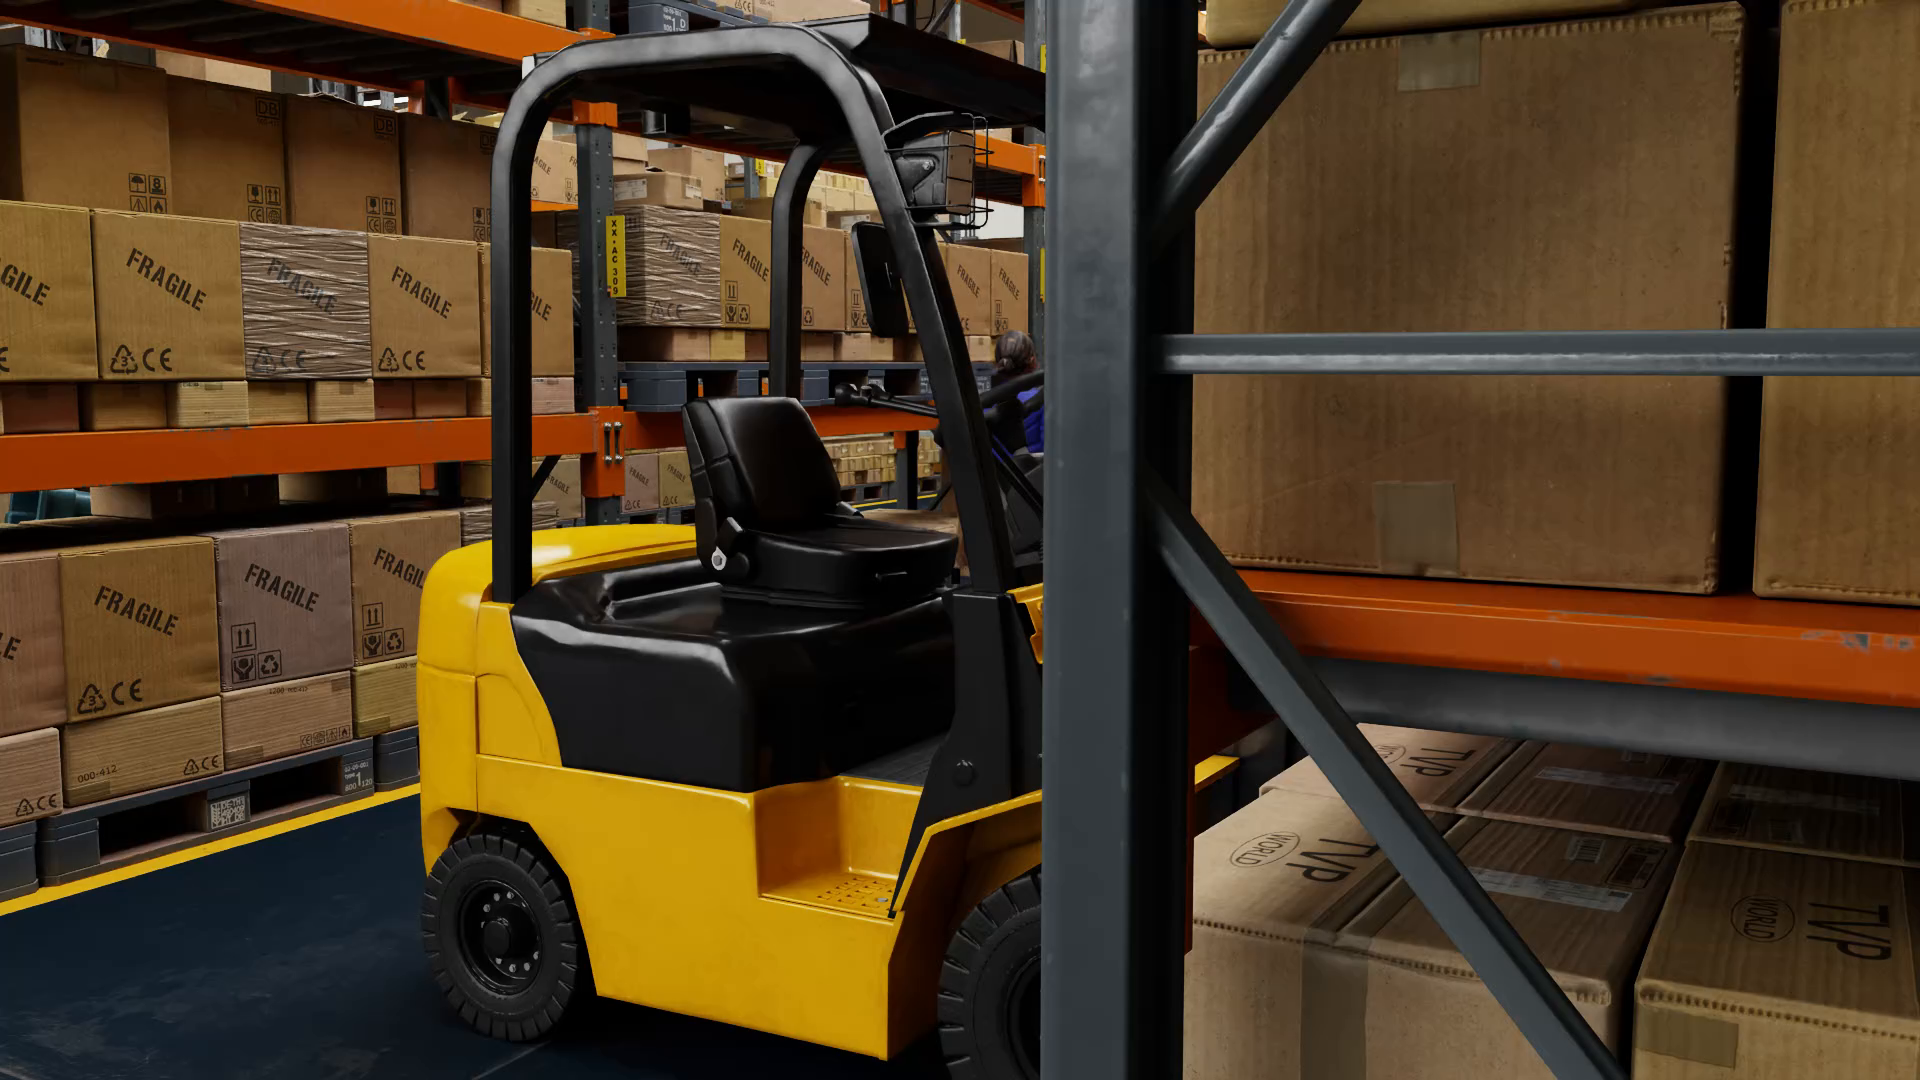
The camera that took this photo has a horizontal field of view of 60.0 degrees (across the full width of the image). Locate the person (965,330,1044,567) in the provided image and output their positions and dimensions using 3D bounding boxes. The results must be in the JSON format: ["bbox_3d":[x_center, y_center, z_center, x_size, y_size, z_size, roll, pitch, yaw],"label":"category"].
[{"bbox_3d":[0.231,-0.075,7.034,0.459,1.617,0.877,3,7,25],"label":"person"}]
